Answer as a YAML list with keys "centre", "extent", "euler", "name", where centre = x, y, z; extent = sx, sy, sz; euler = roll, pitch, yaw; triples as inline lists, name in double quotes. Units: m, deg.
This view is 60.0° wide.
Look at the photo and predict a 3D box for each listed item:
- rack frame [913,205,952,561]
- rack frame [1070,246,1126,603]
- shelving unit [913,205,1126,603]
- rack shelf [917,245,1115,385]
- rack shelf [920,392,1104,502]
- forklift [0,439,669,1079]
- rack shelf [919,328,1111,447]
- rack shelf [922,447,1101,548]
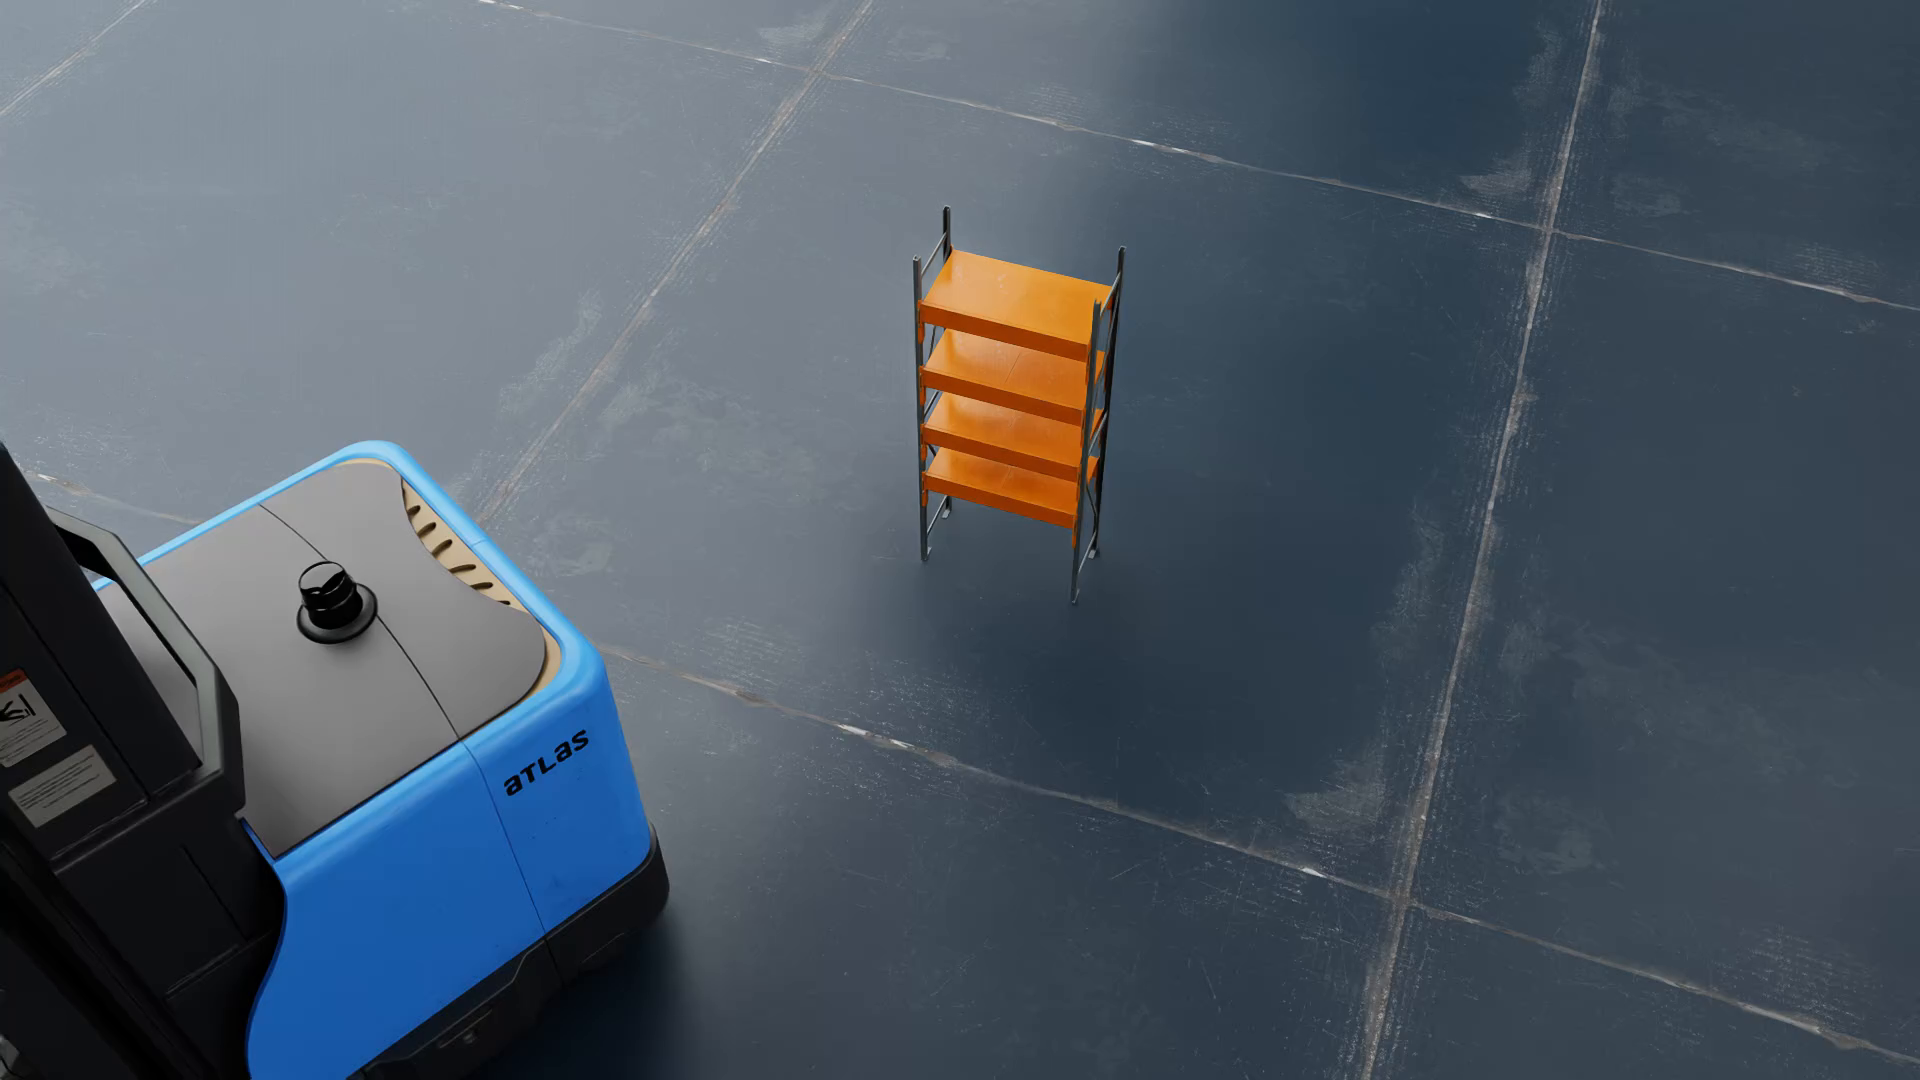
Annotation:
- centre: [-0.074, -0.414, 4.814]
  extent: [0.015, 1.200, 0.240]
  euler: [16, 51, 13]
  name: "rack frame"
- centre: [0.384, -0.286, 4.704]
  extent: [0.015, 1.200, 0.240]
  euler: [16, 51, 13]
  name: "rack frame"
- centre: [0.155, -0.350, 4.759]
  extent: [0.503, 1.200, 0.258]
  euler: [16, 51, 13]
  name: "shelving unit"
- centre: [0.155, -0.607, 4.462]
  extent: [0.480, 0.148, 0.258]
  euler: [16, 51, 13]
  name: "rack shelf"
- centre: [0.155, -0.306, 4.810]
  extent: [0.480, 0.148, 0.258]
  euler: [16, 51, 13]
  name: "rack shelf"
- centre: [-2.191, 0.492, 2.884]
  extent: [3.031, 2.935, 1.130]
  euler: [-35, 57, -26]
  name: "forklift"
- centre: [0.155, -0.452, 4.641]
  extent: [0.480, 0.148, 0.258]
  euler: [16, 51, 13]
  name: "rack shelf"
- centre: [0.155, -0.176, 4.960]
  extent: [0.480, 0.148, 0.258]
  euler: [16, 51, 13]
  name: "rack shelf"
